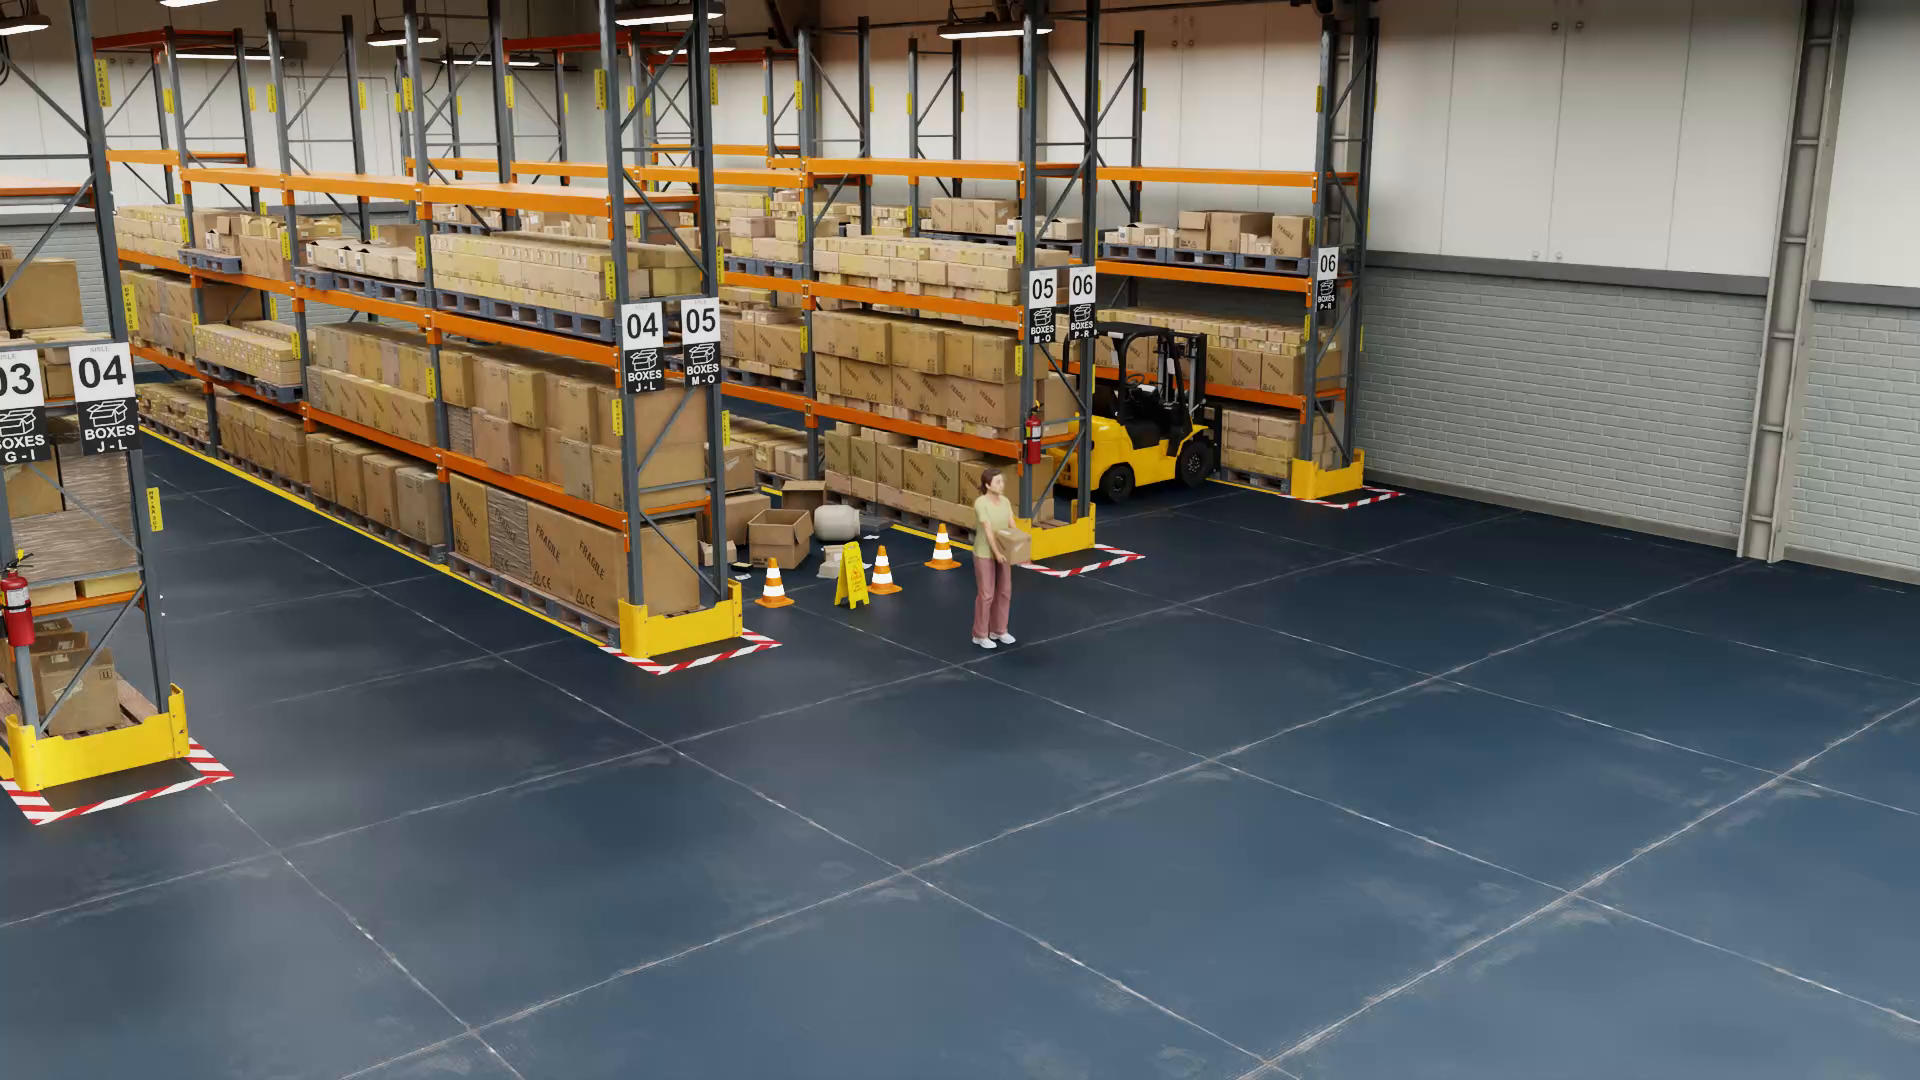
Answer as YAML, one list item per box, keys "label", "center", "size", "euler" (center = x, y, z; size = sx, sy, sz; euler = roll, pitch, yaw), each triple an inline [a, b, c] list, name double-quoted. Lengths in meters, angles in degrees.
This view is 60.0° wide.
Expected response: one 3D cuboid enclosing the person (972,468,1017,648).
- label: "person"
  center: [0.356, 0.170, 15.358]
  size: [0.406, 1.668, 0.517]
  euler: [-12, 19, -40]
